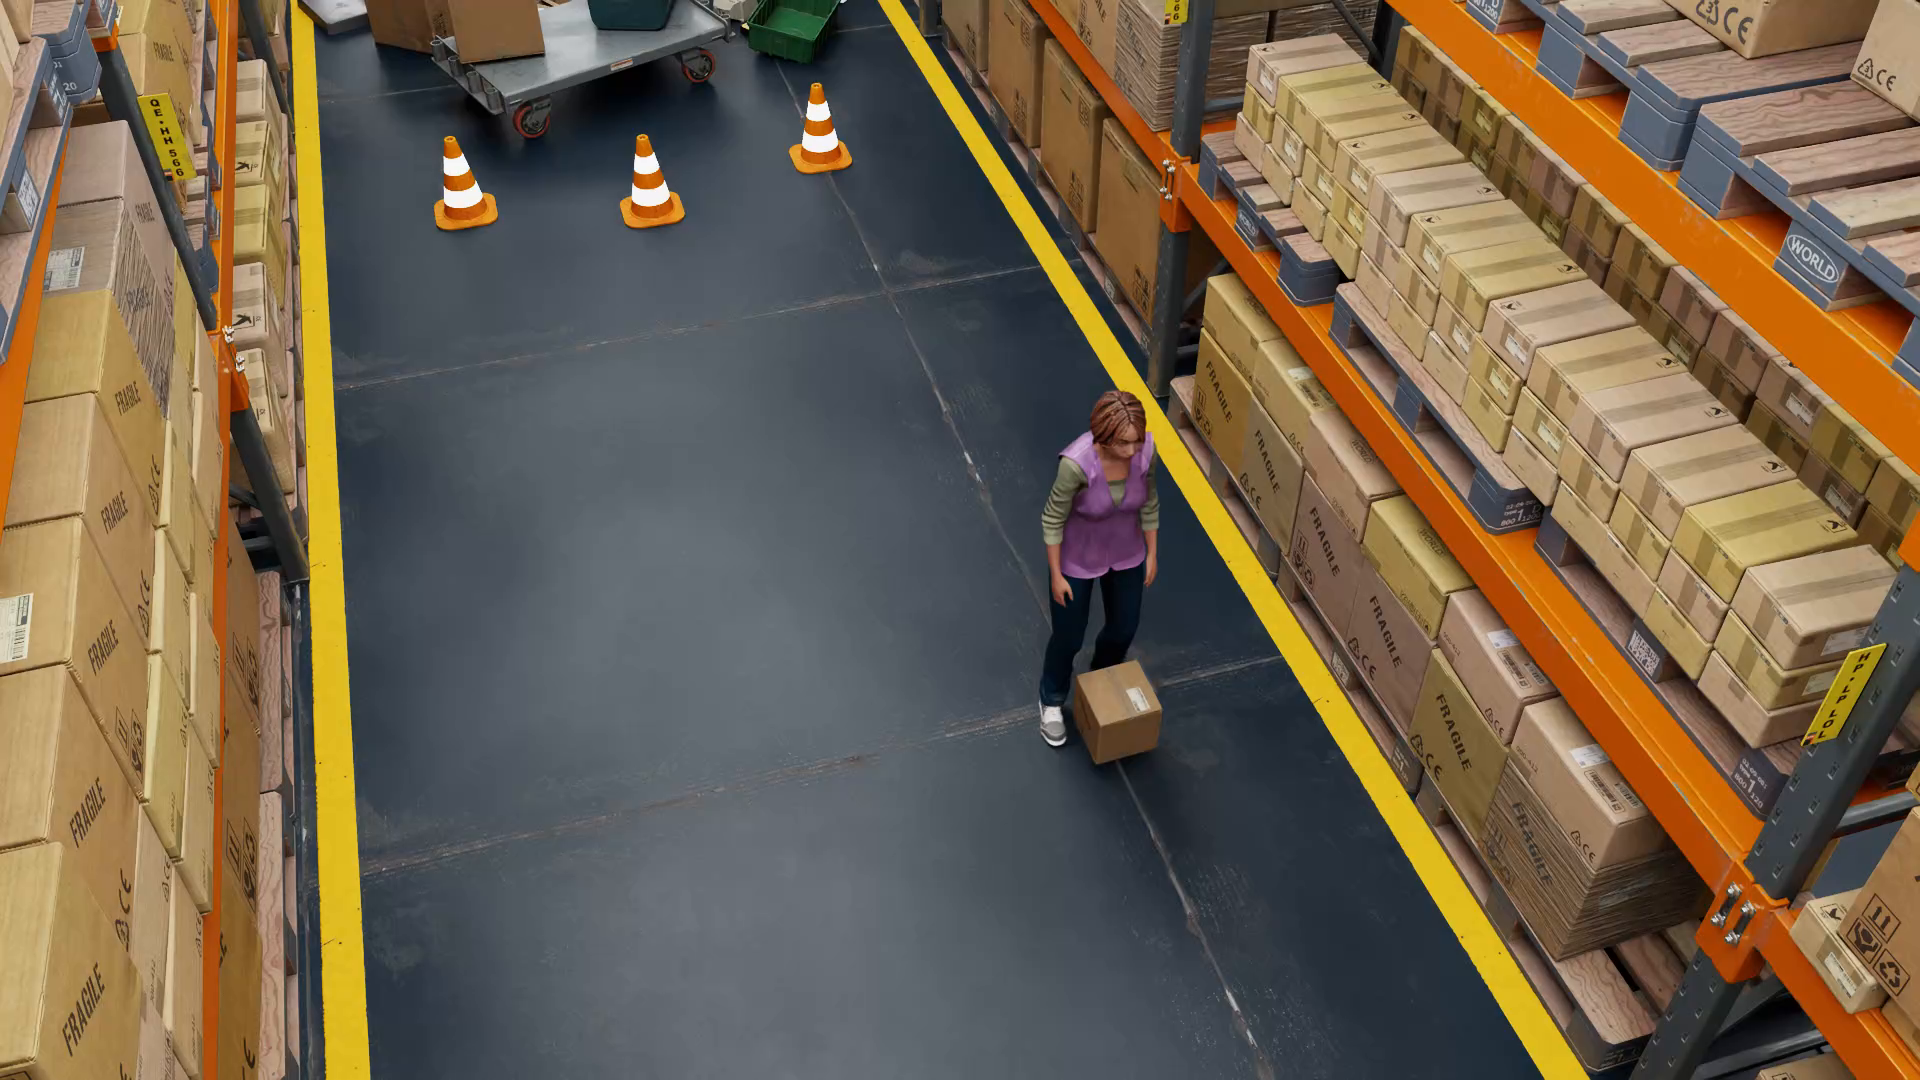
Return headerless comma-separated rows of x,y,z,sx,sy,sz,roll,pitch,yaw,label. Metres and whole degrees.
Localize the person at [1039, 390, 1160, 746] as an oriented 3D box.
0.514,0.092,6.069,0.458,1.594,0.374,-13,44,-14,person
